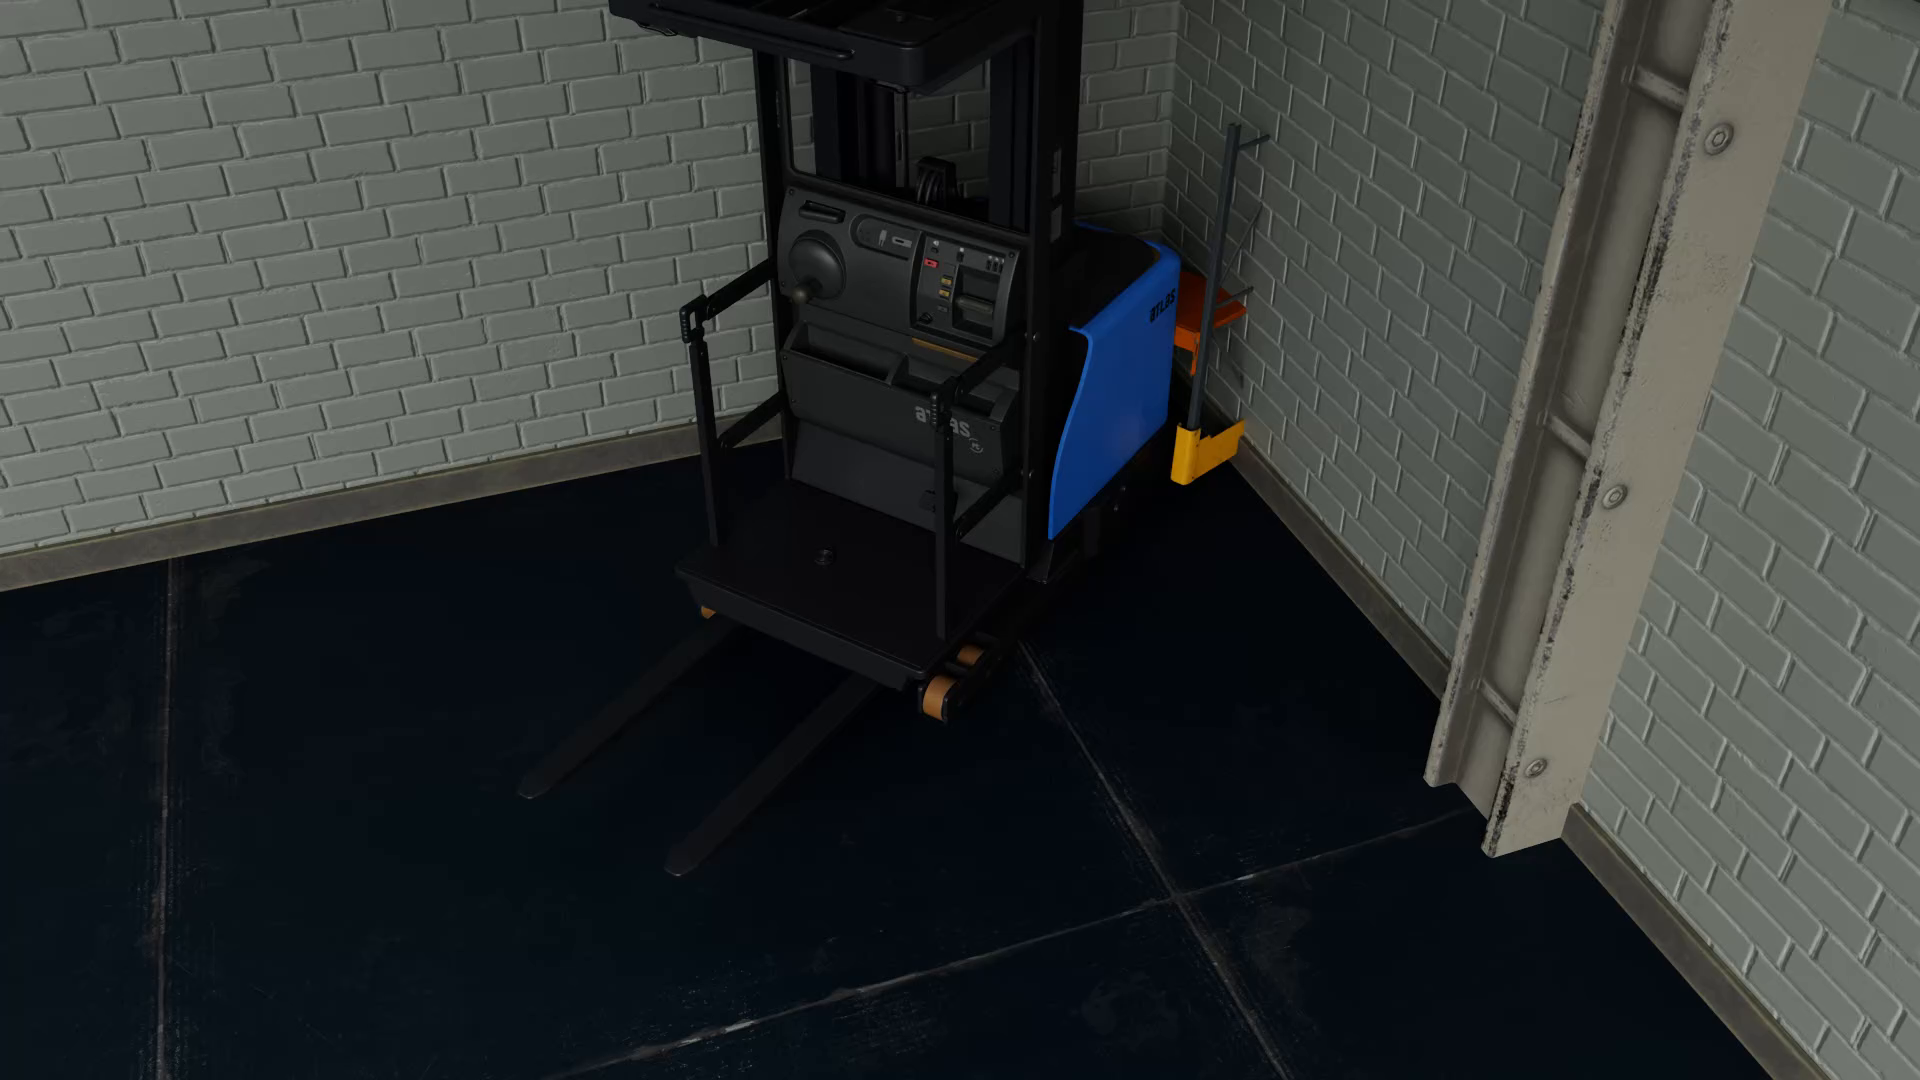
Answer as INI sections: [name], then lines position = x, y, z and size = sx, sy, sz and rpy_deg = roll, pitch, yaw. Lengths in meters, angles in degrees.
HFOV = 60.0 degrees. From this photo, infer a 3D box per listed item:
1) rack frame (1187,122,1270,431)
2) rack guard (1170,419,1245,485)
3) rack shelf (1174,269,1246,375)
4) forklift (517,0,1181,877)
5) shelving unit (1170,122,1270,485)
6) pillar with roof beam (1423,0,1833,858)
[rack frame]
position = 1.128, -0.982, 6.679
size = 0.032, 1.500, 0.500
rpy_deg = 27, 39, 33
[rack guard]
position = 1.096, -0.453, 7.010
size = 0.087, 0.250, 0.587
rpy_deg = 27, 39, 33
[rack shelf]
position = 0.739, -1.024, 7.049
size = 1.000, 0.185, 0.538
rpy_deg = 27, 39, 33
[forklift]
position = -0.330, -0.853, 5.447
size = 1.130, 2.935, 3.031
rpy_deg = 21, 42, 25
[shelving unit]
position = 0.754, -1.173, 6.949
size = 1.083, 1.500, 0.587
rpy_deg = 27, 39, 33
[pillar with roof beam]
position = -2.251, -1.817, 1.682
size = 9.100, 9.000, 0.400
rpy_deg = -12, 39, -16
